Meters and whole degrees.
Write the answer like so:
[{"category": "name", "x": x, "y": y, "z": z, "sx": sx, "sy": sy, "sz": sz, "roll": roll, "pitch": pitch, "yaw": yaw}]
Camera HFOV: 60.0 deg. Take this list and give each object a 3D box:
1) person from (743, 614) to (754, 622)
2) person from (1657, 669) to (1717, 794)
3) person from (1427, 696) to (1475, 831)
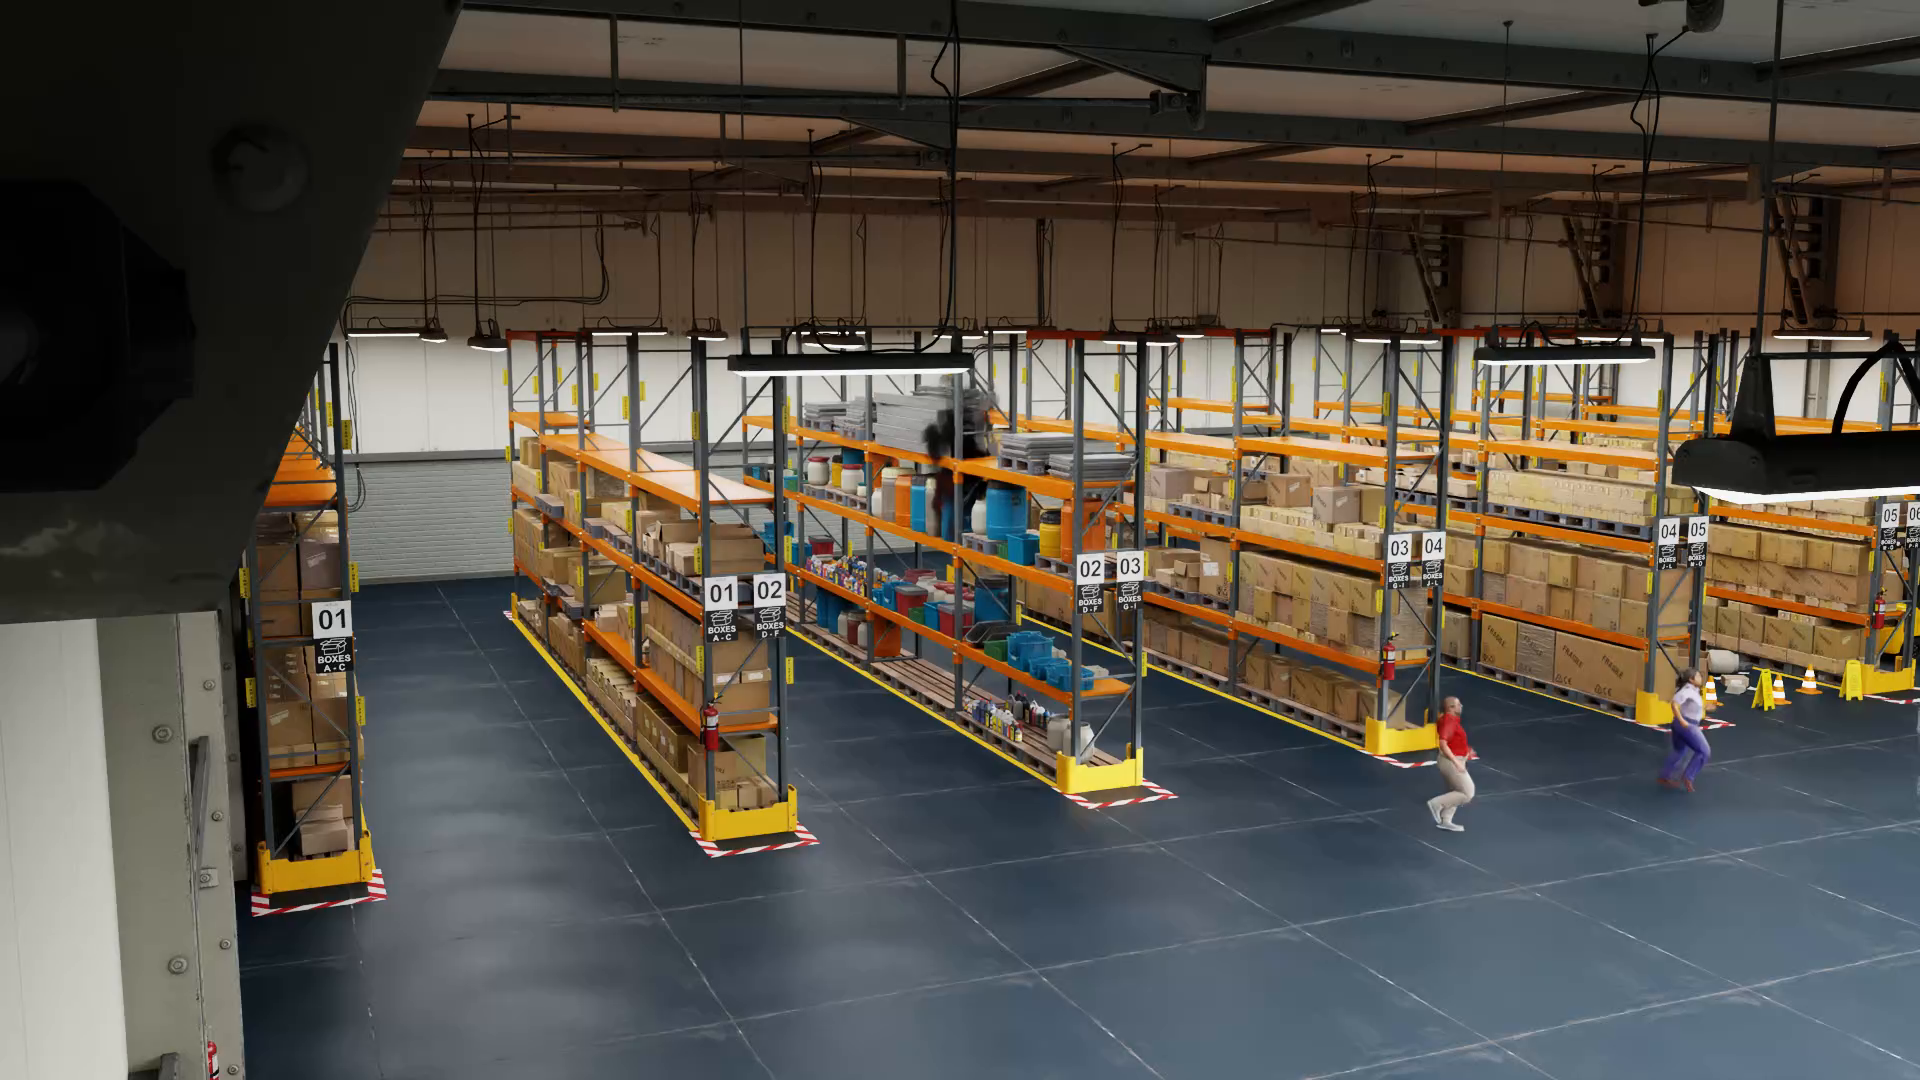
[{"category": "person", "x": -3.783, "y": 1.566, "z": 29.475, "sx": 0.549, "sy": 1.545, "sz": 0.556, "roll": -6, "pitch": 10, "yaw": -36}, {"category": "person", "x": 9.694, "y": 2.539, "z": 22.149, "sx": 0.697, "sy": 1.685, "sz": 0.574, "roll": 2, "pitch": 8, "yaw": 14}, {"category": "person", "x": 6.030, "y": 2.750, "z": 20.393, "sx": 0.595, "sy": 1.677, "sz": 0.671, "roll": 1, "pitch": 8, "yaw": 6}]
